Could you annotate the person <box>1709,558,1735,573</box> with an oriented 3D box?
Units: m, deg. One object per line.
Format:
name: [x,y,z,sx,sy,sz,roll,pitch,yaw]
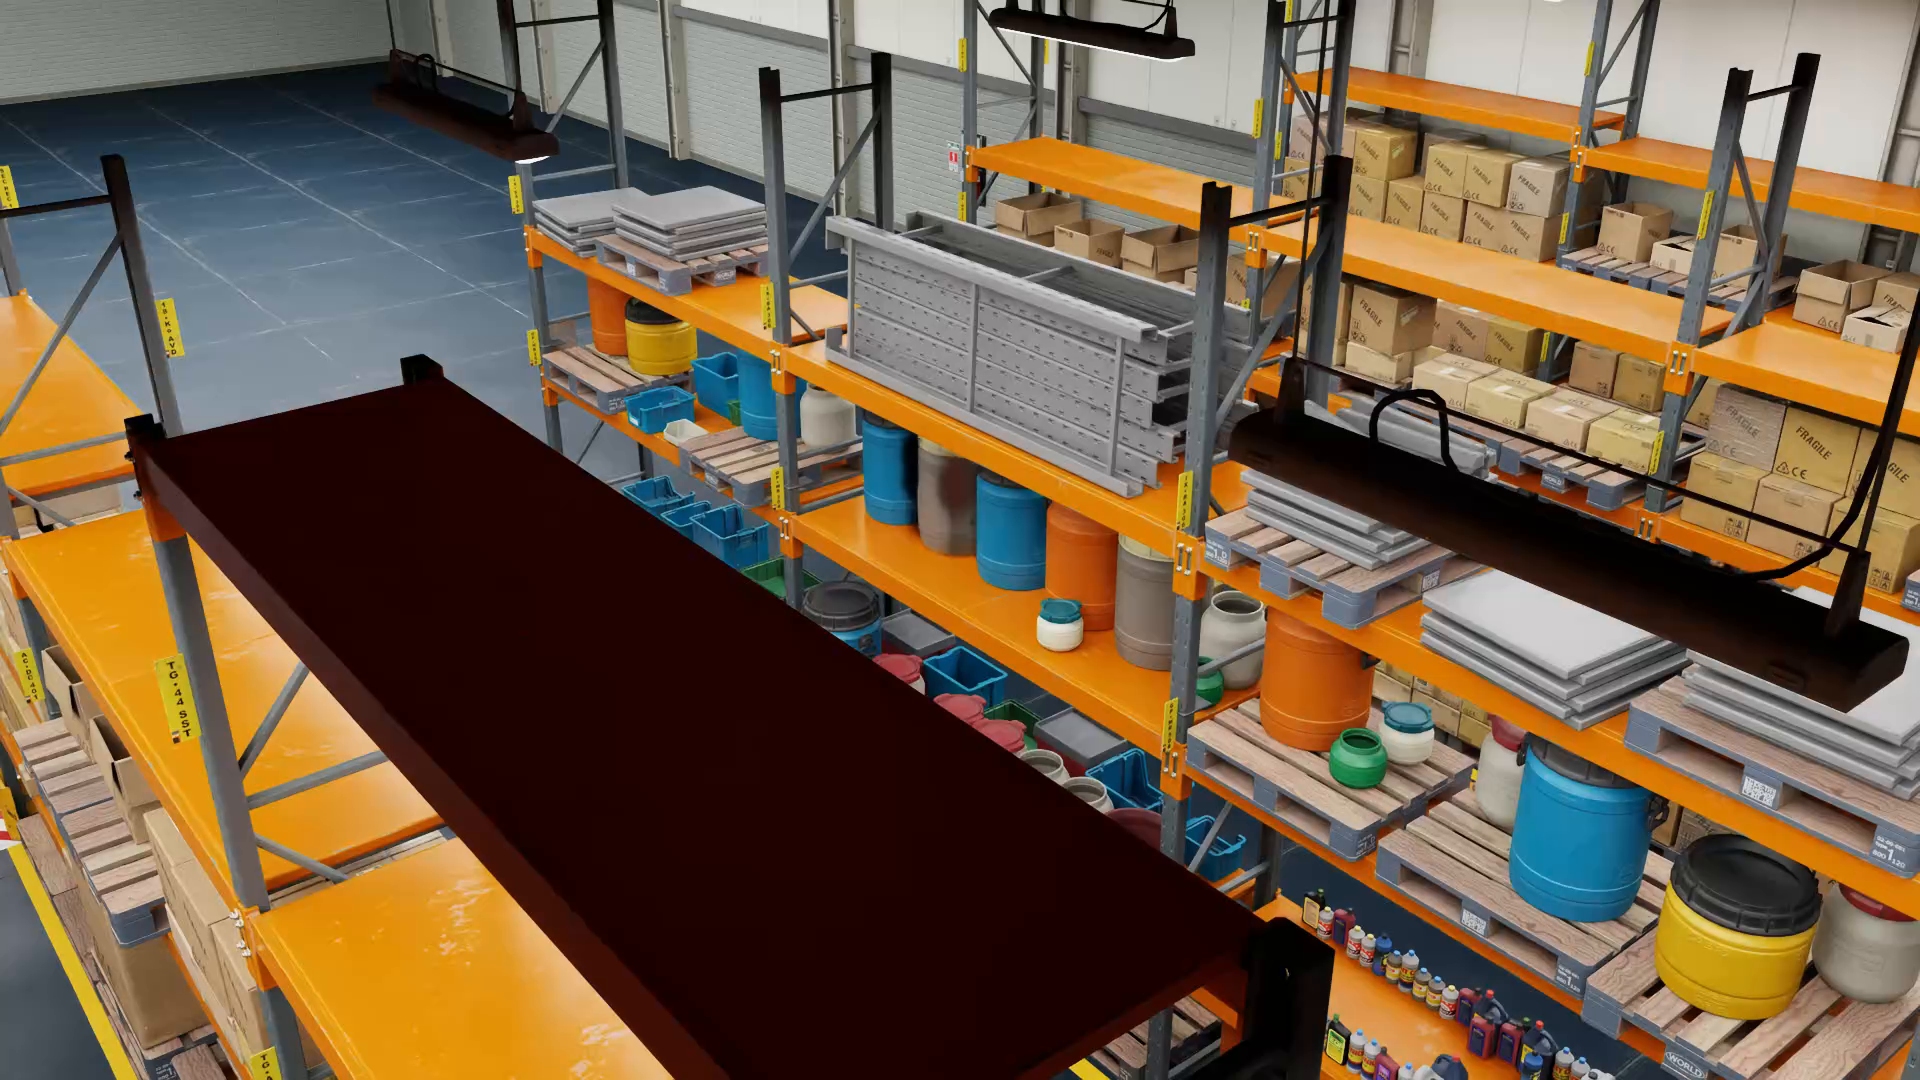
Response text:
person: [6.600,0.756,14.830,0.407,1.618,1.041,-19,32,-33]
